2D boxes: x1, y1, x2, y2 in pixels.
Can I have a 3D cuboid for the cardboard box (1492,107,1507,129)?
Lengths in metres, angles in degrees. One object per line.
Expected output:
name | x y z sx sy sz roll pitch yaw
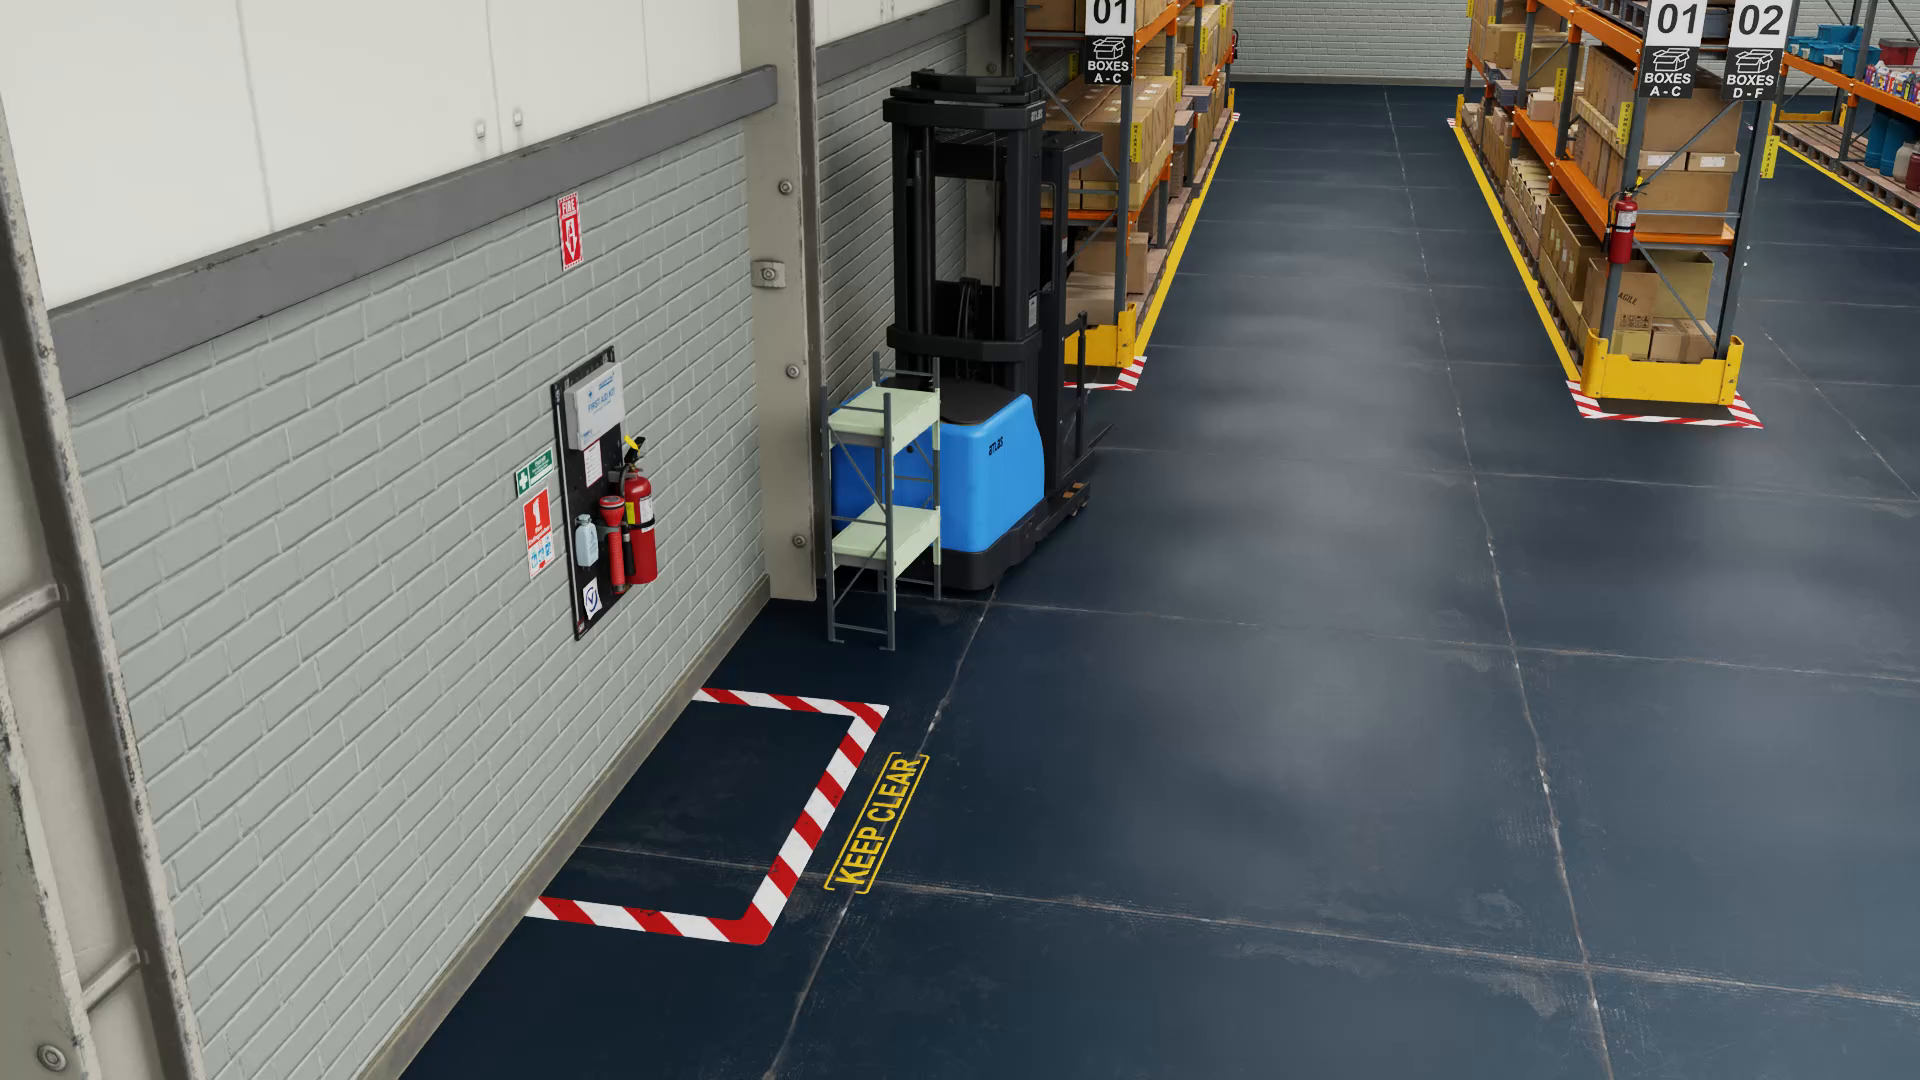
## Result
cardboard box | 7.702 -5.863 23.149 0.500 0.250 0.500 5 22 11

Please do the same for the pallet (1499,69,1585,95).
pallet | 7.820 -6.154 22.376 1.003 0.211 1.213 4 22 11

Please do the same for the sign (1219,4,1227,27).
sign | 3.927 -7.833 24.845 0.100 0.325 0.005 4 22 11

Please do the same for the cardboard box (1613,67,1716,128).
cardboard box | 6.118 -3.820 14.454 0.700 0.500 0.500 5 22 11

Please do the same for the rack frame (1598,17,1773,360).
rack frame | 5.795 -2.606 13.309 1.000 3.000 0.127 4 22 11

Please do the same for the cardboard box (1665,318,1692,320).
cardboard box | 6.221 -1.888 14.644 0.500 0.250 0.500 4 22 11

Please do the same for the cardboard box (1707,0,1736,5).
cardboard box | 5.917 -4.515 13.146 0.797 0.503 0.637 6 23 15

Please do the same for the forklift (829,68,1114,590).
forklift | 0.249 -1.576 10.843 1.130 2.935 3.031 9 24 21

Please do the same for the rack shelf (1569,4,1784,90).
rack shelf | 6.203 -4.395 14.699 1.077 0.370 4.000 4 22 11

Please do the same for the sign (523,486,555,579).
sign | -1.739 -0.031 6.868 0.001 0.329 0.234 4 22 11

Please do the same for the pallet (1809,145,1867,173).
pallet | 13.204 -5.594 24.461 1.003 0.211 1.213 4 22 11

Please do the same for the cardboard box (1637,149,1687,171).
cardboard box | 5.687 -3.108 13.552 0.380 0.149 0.250 4 22 10

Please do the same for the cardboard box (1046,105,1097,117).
cardboard box | 0.945 -3.642 15.051 0.500 0.500 0.500 5 22 12

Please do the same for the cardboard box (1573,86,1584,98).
cardboard box | 6.994 -4.771 18.550 0.500 0.500 0.500 4 22 11

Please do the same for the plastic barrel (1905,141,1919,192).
plastic barrel | 12.589 -4.822 21.478 0.600 0.588 0.708 4 22 11

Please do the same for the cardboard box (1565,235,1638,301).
cardboard box | 5.803 -2.459 15.058 0.500 0.500 0.500 4 22 11

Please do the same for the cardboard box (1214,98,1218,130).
cardboard box | 3.752 -6.855 26.644 0.700 0.500 0.500 4 22 10

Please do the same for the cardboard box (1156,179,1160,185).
cardboard box | 1.951 -3.953 19.411 0.700 0.500 0.500 4 22 10

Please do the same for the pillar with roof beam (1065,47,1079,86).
pillar with roof beam | 5.680 -7.953 18.556 9.100 9.000 0.400 4 22 11

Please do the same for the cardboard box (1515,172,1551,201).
cardboard box | 6.828 -4.163 19.543 0.500 0.311 0.500 4 22 9

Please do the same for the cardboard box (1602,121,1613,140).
cardboard box | 6.001 -3.675 14.961 0.380 0.149 0.250 4 22 10

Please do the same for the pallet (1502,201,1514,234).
pallet | 7.221 -3.940 20.354 1.003 0.211 1.213 4 22 11

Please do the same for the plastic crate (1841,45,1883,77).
plastic crate | 12.853 -6.833 23.745 0.392 0.384 0.575 4 22 11

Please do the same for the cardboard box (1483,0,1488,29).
cardboard box | 8.298 -8.081 25.432 0.500 0.500 0.500 5 22 11

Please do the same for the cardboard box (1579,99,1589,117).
cardboard box | 6.316 -4.241 16.366 0.380 0.149 0.250 5 22 12

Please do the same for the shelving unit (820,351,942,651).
shelving unit | -0.432 -0.230 9.417 0.431 1.500 0.755 8 23 18

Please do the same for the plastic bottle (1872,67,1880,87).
plastic bottle | 12.547 -6.326 22.719 0.097 0.271 0.097 0 22 0

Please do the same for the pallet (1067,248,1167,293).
pallet | 1.659 -2.903 17.780 1.003 0.211 1.213 4 22 11

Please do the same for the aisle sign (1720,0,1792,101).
aisle sign | 6.082 -3.764 12.706 0.394 0.787 0.004 4 22 11

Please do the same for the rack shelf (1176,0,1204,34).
rack shelf | 2.169 -6.234 19.266 1.077 0.370 4.000 4 22 11

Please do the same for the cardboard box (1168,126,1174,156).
cardboard box | 1.961 -4.189 17.412 0.500 0.250 0.500 5 22 11

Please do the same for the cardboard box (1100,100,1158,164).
cardboard box | 1.559 -3.790 15.419 0.500 0.500 0.500 4 22 9

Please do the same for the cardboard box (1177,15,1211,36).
cardboard box | 3.129 -6.976 22.596 0.500 0.250 0.500 5 22 11

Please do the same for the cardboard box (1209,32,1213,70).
cardboard box | 3.244 -6.823 23.221 0.500 0.500 0.500 5 22 12

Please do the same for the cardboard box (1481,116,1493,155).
cardboard box | 7.906 -5.881 24.198 0.500 0.500 0.500 3 22 8

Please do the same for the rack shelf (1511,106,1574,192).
rack shelf | 7.019 -4.467 18.892 1.077 0.370 4.000 4 22 11

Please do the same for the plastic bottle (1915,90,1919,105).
plastic bottle | 12.168 -5.616 21.048 0.097 0.201 0.097 0 22 0

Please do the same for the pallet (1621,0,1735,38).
pallet | 5.965 -4.213 13.402 1.003 0.211 1.213 4 22 11

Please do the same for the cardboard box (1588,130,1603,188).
cardboard box | 6.319 -3.576 15.583 0.700 0.500 0.500 5 22 12

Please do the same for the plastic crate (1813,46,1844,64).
plastic crate | 13.206 -7.372 25.287 0.416 0.233 0.300 4 22 11

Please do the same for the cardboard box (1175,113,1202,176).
cardboard box | 2.856 -5.365 22.474 0.750 0.750 0.750 4 22 10

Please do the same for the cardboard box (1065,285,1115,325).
cardboard box | 1.174 -2.185 15.275 0.500 0.311 0.500 2 22 5

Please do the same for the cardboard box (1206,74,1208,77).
cardboard box | 3.365 -6.748 23.902 0.380 0.149 0.250 4 22 11

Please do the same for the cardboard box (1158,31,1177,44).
cardboard box | 2.536 -6.331 20.967 0.380 0.149 0.250 2 22 4

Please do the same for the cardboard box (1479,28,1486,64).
cardboard box | 8.301 -7.620 25.625 0.500 0.500 0.500 5 22 12

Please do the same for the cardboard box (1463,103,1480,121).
cardboard box | 8.569 -7.026 27.376 0.500 0.250 0.500 4 22 11

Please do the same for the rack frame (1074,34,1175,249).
rack frame | 1.761 -4.445 17.876 1.000 3.000 0.127 4 22 11

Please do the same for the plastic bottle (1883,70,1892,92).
plastic bottle | 12.418 -6.135 22.228 0.061 0.283 0.133 4 22 11

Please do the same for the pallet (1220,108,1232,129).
pallet | 4.123 -7.242 28.553 1.003 0.211 1.213 4 22 11

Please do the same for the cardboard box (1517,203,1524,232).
cardboard box | 6.726 -3.720 19.193 0.500 0.250 0.500 5 22 12

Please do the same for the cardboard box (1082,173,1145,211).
cardboard box | 1.355 -3.076 14.651 0.500 0.250 0.500 4 22 9

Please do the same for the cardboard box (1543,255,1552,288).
cardboard box | 6.113 -2.659 16.560 0.500 0.250 0.500 4 22 11

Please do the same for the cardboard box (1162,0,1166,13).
cardboard box | 1.708 -5.299 15.820 0.500 0.500 0.500 4 22 9

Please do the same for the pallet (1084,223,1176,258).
pallet | 1.919 -3.437 19.104 1.003 0.211 1.213 4 22 11

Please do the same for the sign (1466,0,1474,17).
sign | 8.529 -8.900 27.779 0.100 0.325 0.005 4 22 11

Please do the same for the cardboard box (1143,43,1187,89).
cardboard box | 2.491 -5.986 20.978 0.700 0.500 0.500 2 22 5

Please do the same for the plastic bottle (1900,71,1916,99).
plastic bottle | 12.312 -5.900 21.554 0.144 0.351 0.185 4 22 11
